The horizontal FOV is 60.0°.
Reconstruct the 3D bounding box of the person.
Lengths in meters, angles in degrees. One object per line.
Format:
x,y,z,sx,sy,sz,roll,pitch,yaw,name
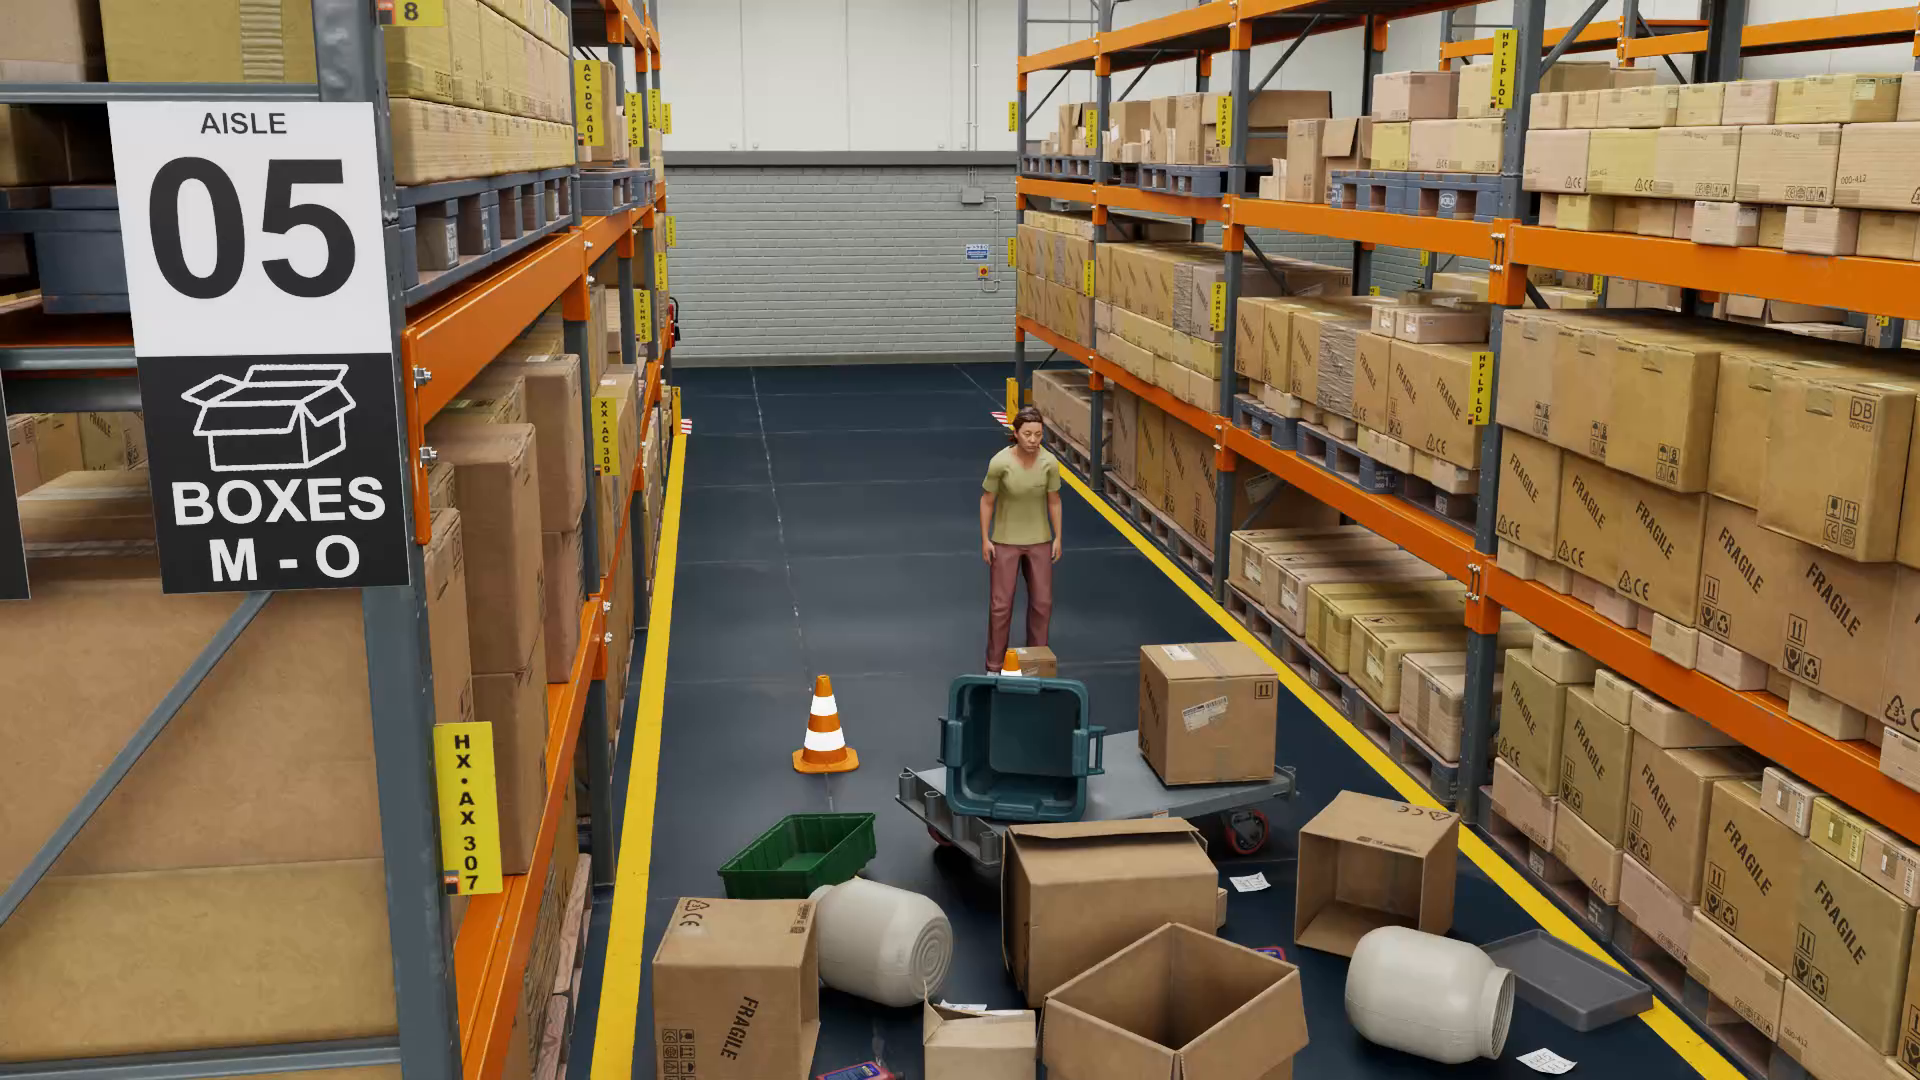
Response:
0.371,0.035,9.840,0.499,1.673,0.356,-3,13,-11,person
